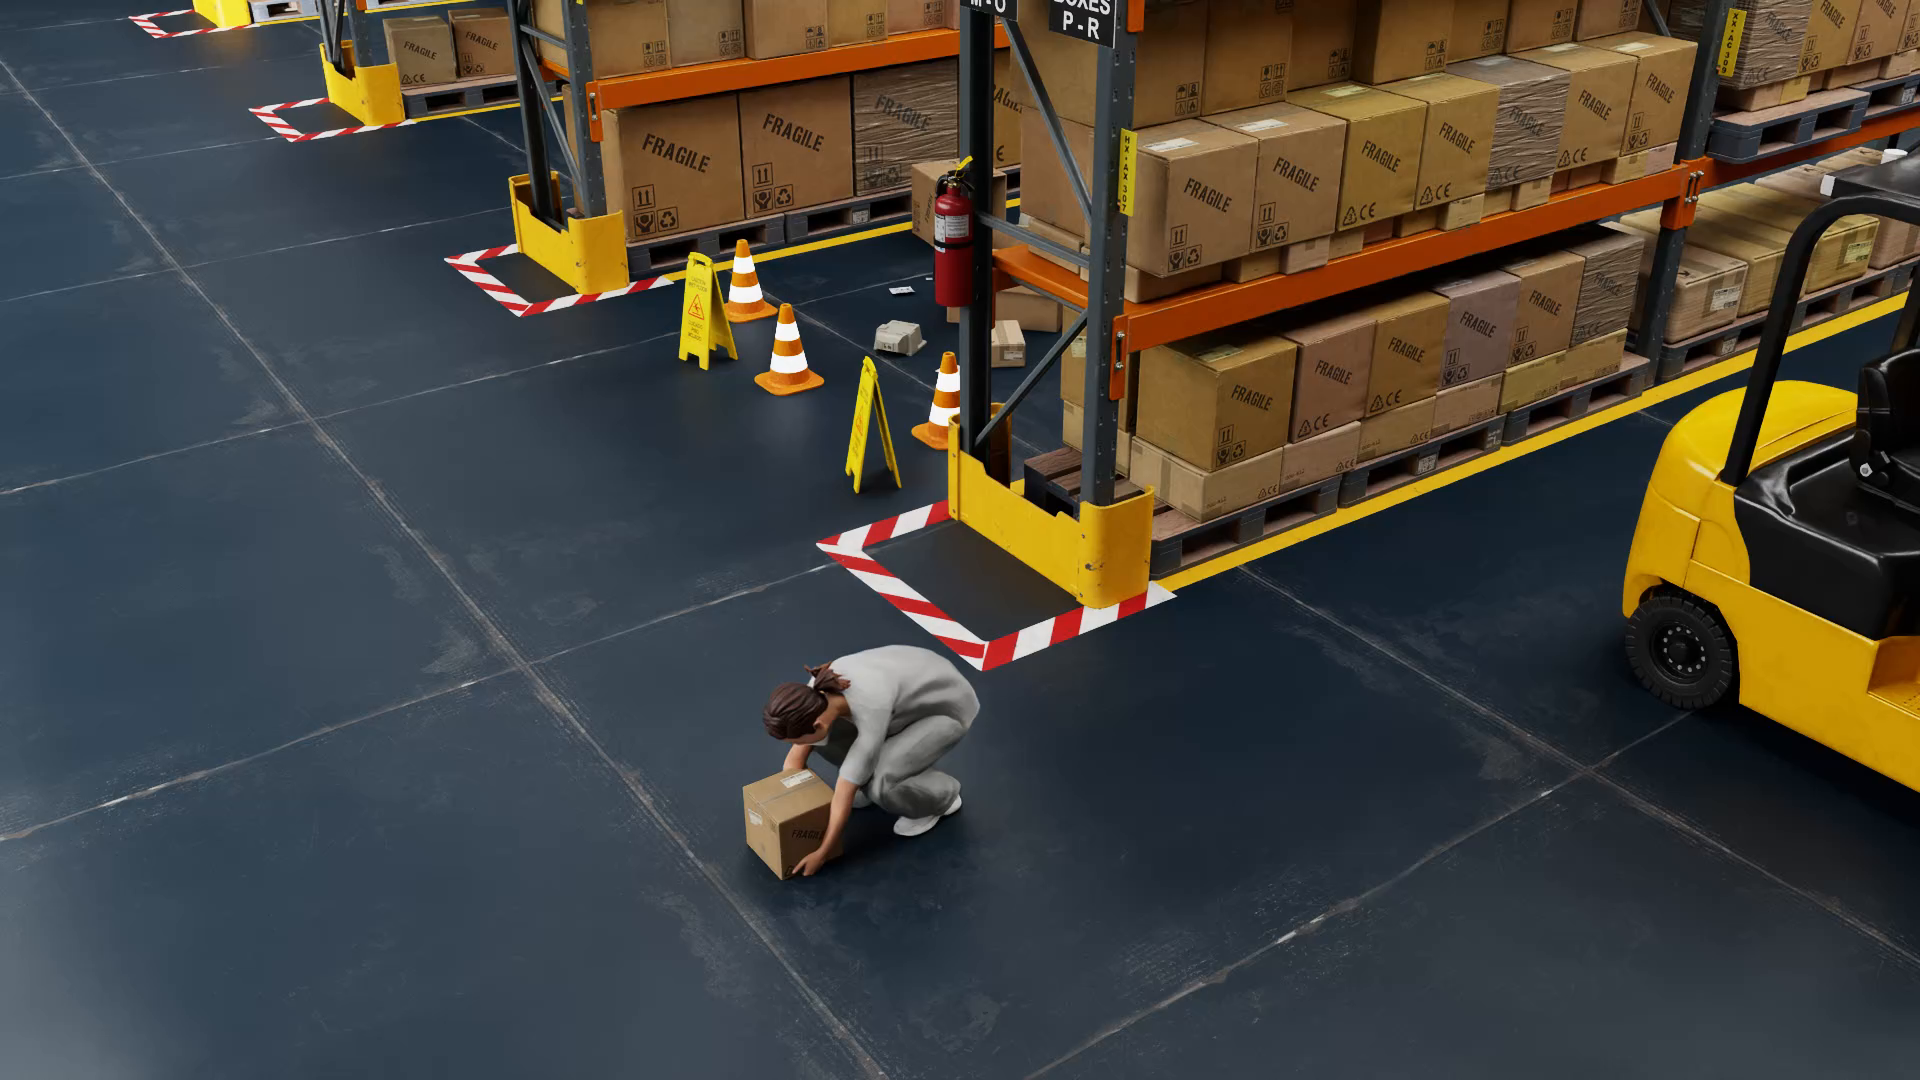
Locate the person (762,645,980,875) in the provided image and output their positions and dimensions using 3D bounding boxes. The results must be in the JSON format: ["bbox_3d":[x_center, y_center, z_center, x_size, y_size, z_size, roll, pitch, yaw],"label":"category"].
[{"bbox_3d":[-0.313,0.725,5.855,0.839,0.798,0.467,-19,34,-31],"label":"person"}]
